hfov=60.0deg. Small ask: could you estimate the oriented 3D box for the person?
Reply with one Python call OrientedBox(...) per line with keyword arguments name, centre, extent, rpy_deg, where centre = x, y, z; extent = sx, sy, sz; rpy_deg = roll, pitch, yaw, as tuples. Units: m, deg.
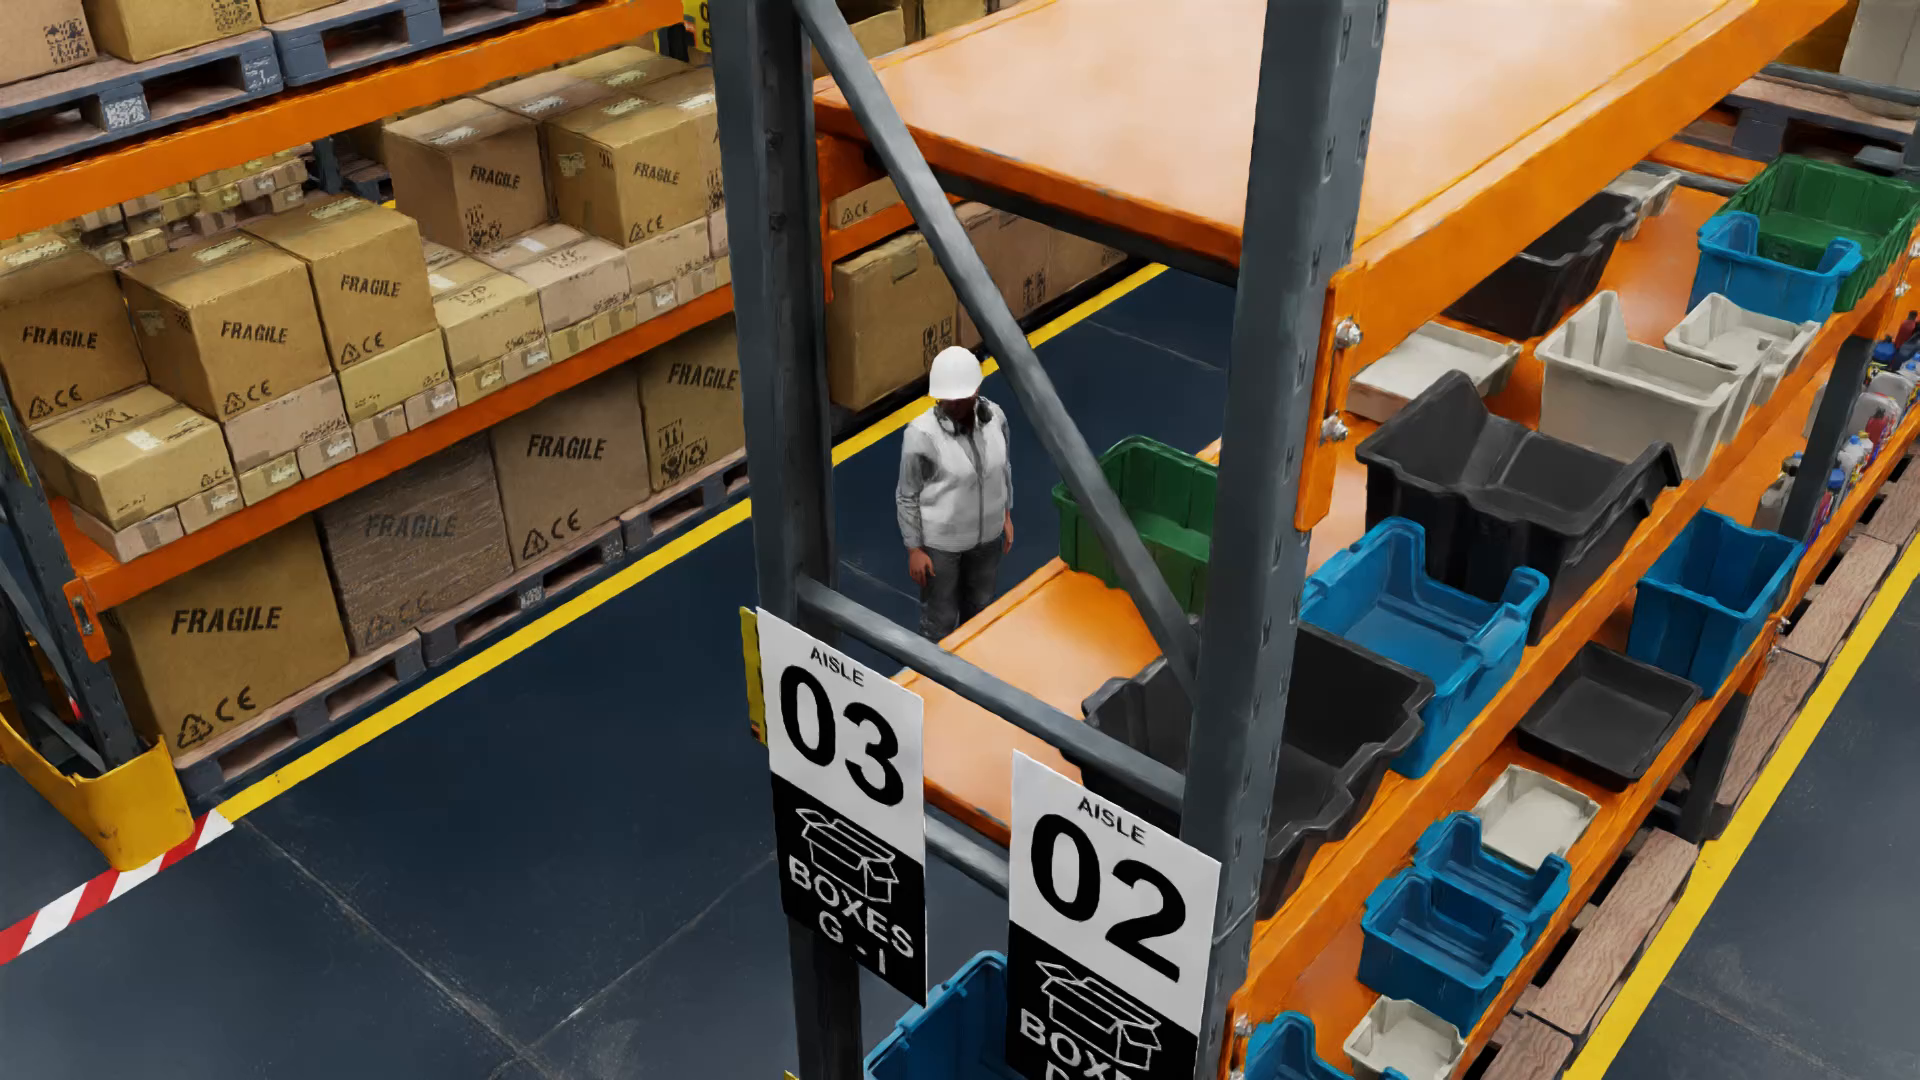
OrientedBox(name="person", centre=(0.004, -0.018, 7.230), extent=(0.587, 1.818, 0.415), rpy_deg=(-22, 40, -28))
